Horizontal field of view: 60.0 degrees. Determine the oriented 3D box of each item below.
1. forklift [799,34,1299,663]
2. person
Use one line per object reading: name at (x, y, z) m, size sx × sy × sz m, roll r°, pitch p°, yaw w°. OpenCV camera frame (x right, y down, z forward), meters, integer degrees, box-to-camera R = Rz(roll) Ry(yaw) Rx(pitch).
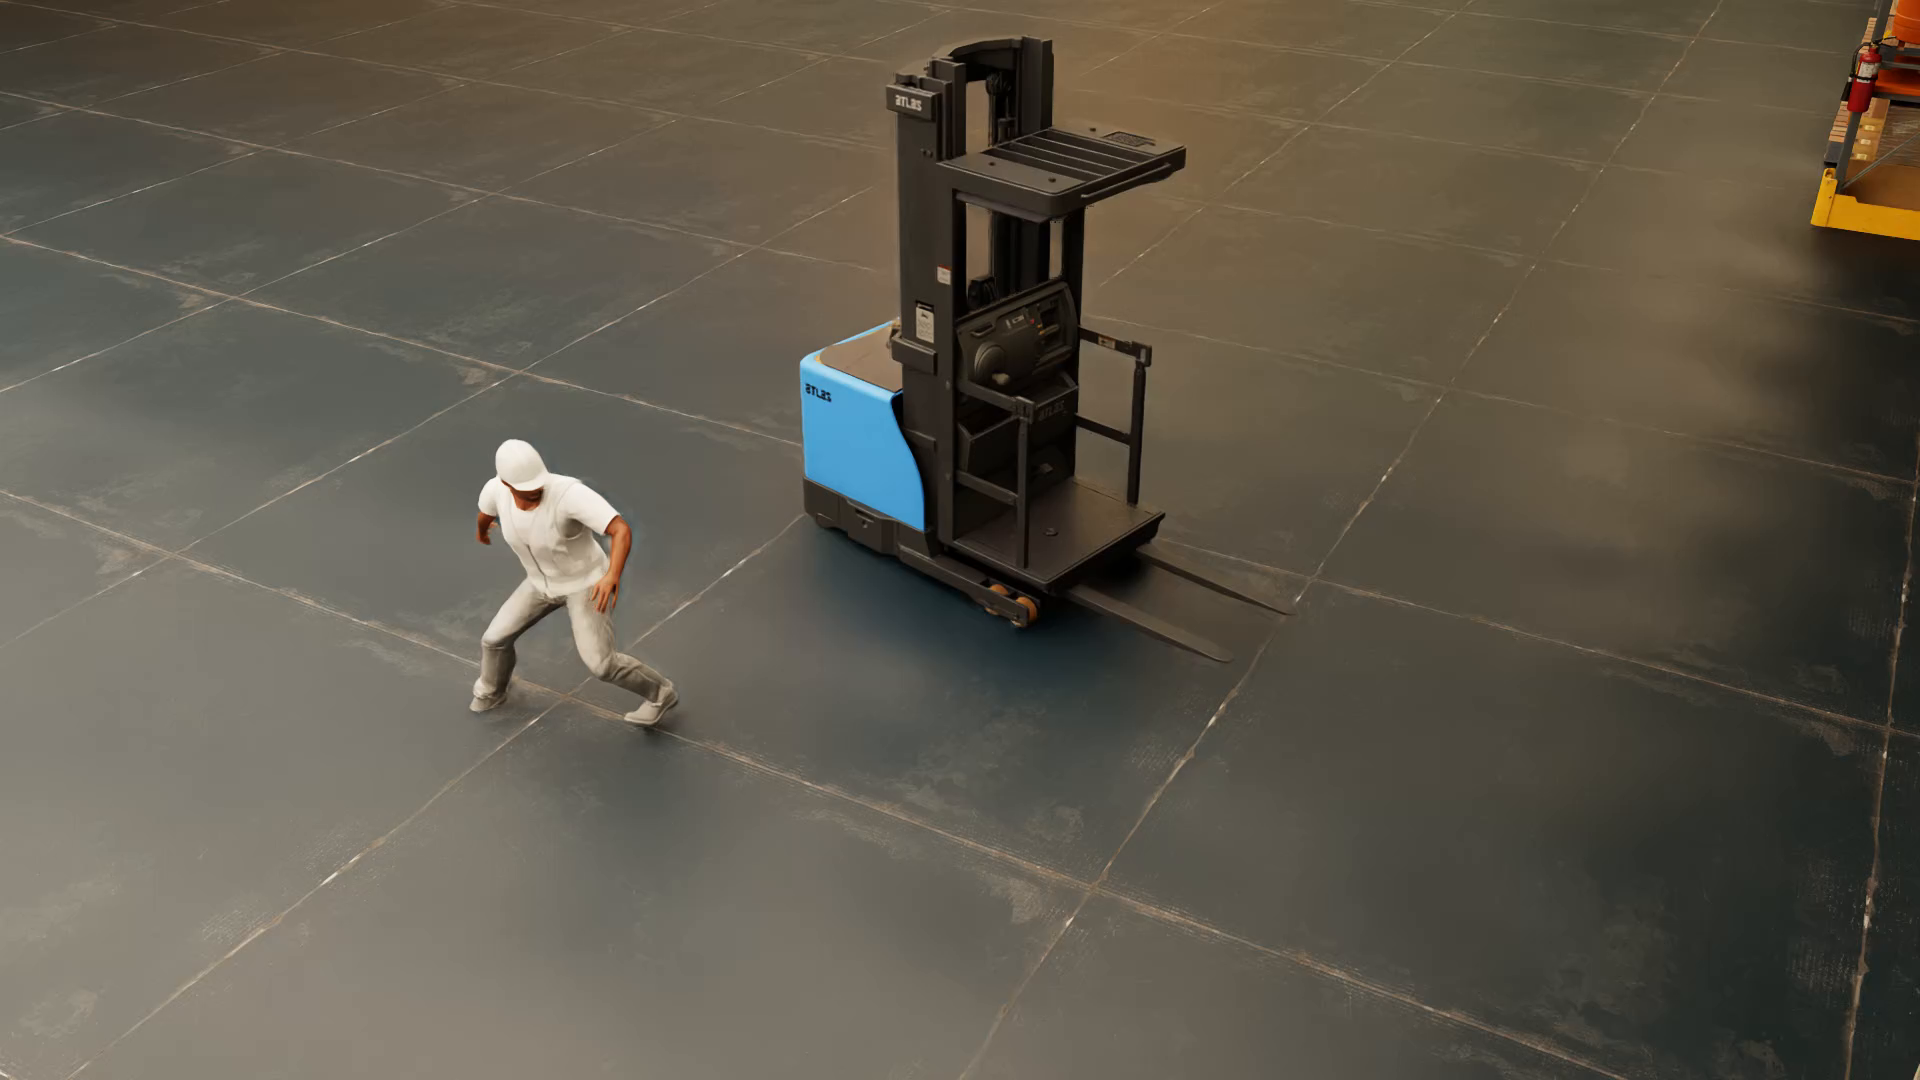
forklift at (0.473, -1.084, 8.948) m, size 3.031 × 2.935 × 1.130 m, roll 24°, pitch 38°, yaw 36°
person at (-2.021, 0.228, 8.102) m, size 1.194 × 1.707 × 0.556 m, roll 16°, pitch 34°, yaw 25°
